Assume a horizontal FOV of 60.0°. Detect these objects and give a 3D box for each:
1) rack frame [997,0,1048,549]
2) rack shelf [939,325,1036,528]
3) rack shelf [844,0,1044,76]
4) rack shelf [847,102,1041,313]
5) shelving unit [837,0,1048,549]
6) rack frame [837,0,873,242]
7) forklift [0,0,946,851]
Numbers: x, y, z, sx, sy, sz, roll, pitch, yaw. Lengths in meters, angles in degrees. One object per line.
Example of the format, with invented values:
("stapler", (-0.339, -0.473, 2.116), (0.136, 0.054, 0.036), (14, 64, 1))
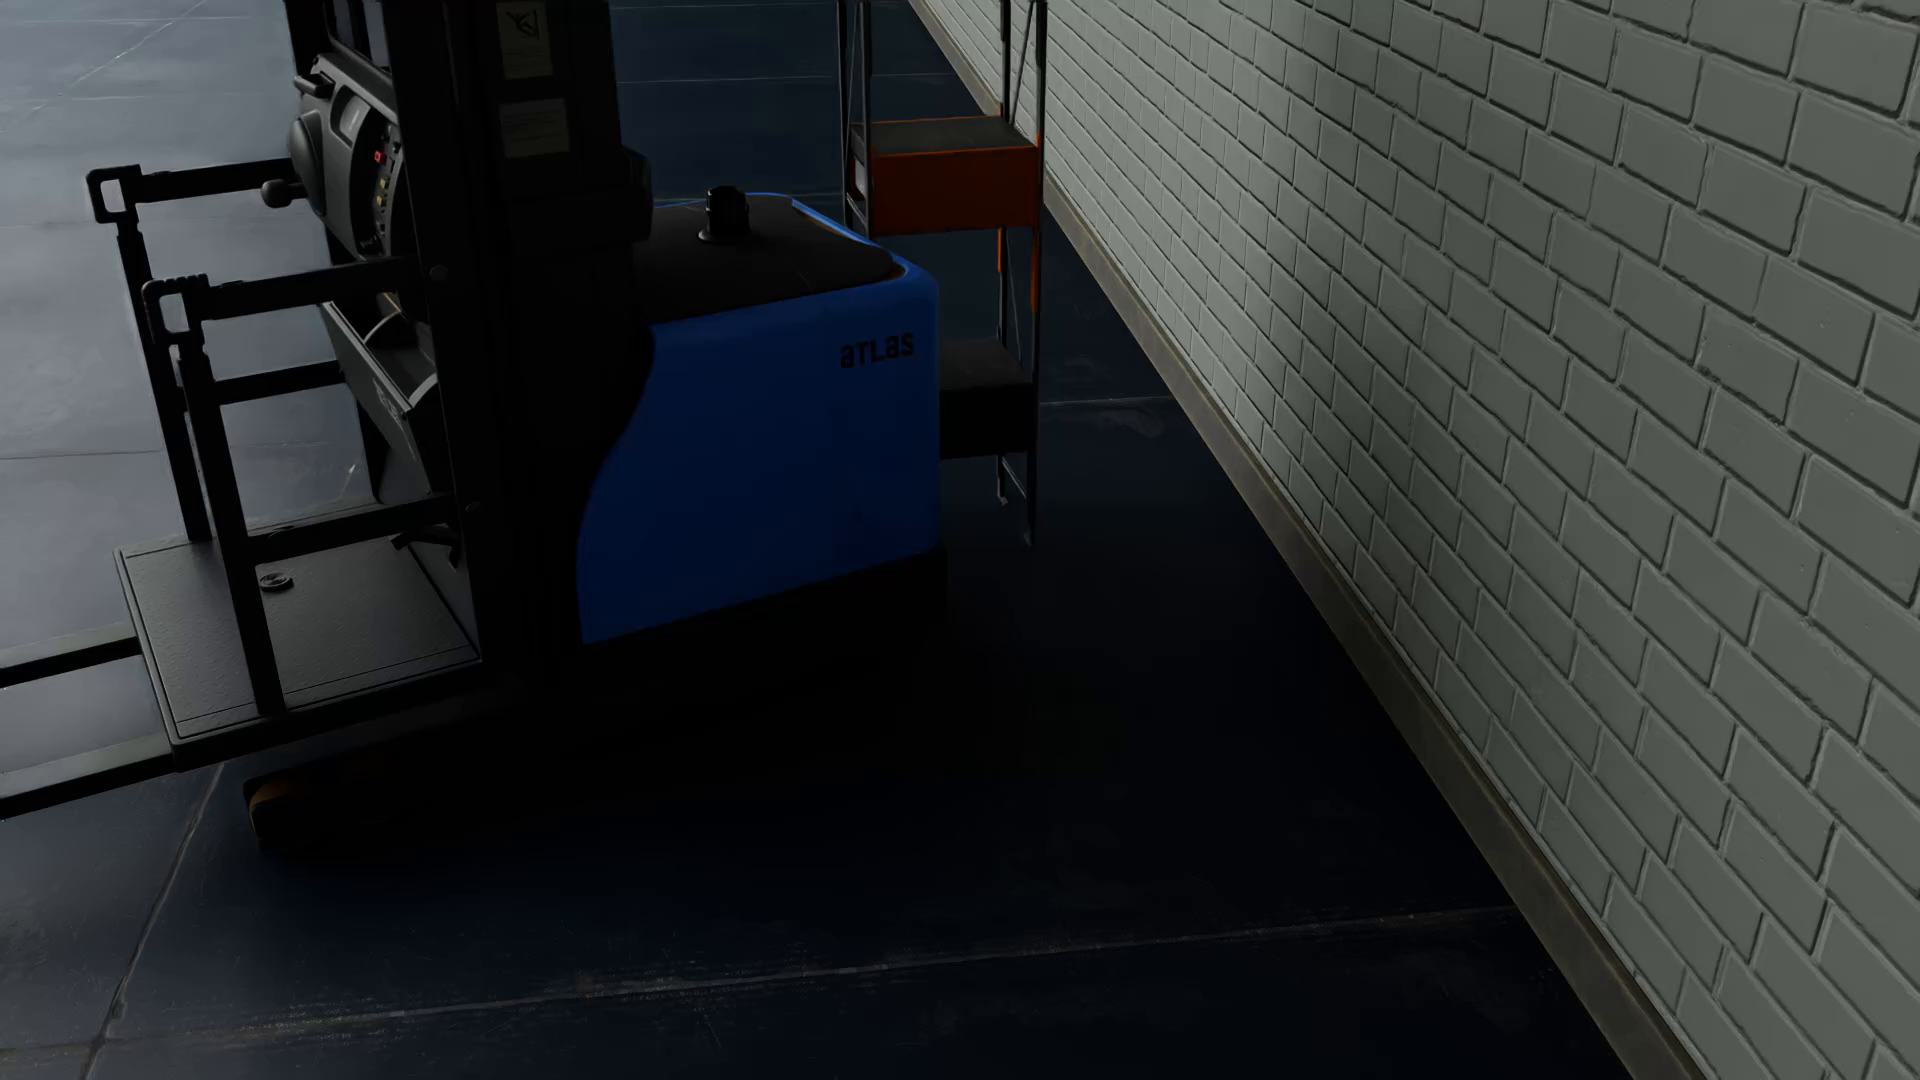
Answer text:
("rack frame", (0.179, -0.995, 4.890), (0.015, 2.100, 0.400), (-6, 28, -12))
("rack shelf", (-0.058, -0.334, 5.163), (0.480, 0.518, 0.431), (-6, 28, -12))
("rack shelf", (-0.058, -1.579, 4.524), (0.480, 0.518, 0.431), (-6, 28, -12))
("rack shelf", (-0.058, -0.956, 4.844), (0.480, 0.518, 0.431), (-6, 28, -12))
("shelving unit", (-0.058, -0.968, 4.837), (0.503, 2.100, 0.431), (-6, 28, -12))
("rack frame", (-0.294, -0.942, 4.785), (0.015, 2.100, 0.400), (-6, 28, -12))
("forklift", (-1.570, -0.862, 3.720), (3.031, 2.935, 1.130), (-15, 31, -27))
